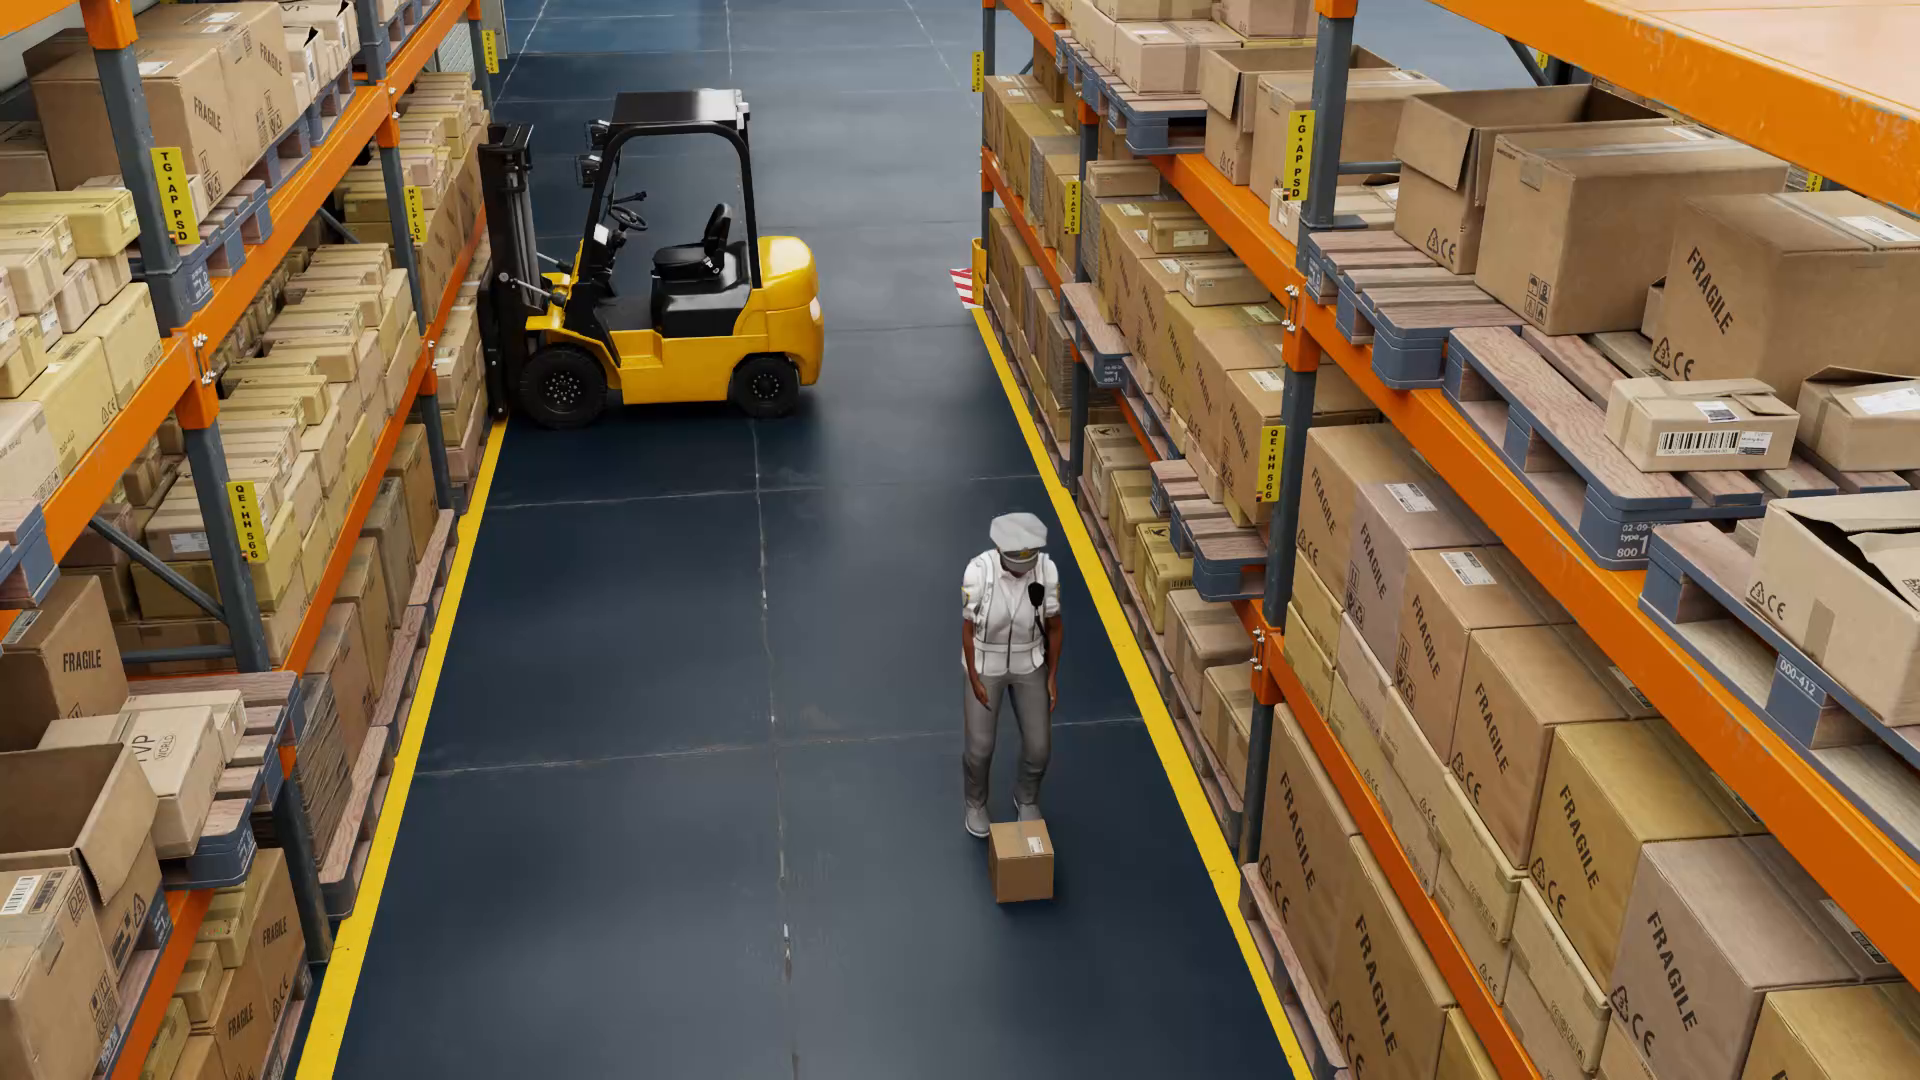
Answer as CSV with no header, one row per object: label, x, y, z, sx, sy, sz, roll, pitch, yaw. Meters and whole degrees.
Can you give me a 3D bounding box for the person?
person,0.236,0.607,7.500,0.457,1.624,0.442,-3,27,-6
